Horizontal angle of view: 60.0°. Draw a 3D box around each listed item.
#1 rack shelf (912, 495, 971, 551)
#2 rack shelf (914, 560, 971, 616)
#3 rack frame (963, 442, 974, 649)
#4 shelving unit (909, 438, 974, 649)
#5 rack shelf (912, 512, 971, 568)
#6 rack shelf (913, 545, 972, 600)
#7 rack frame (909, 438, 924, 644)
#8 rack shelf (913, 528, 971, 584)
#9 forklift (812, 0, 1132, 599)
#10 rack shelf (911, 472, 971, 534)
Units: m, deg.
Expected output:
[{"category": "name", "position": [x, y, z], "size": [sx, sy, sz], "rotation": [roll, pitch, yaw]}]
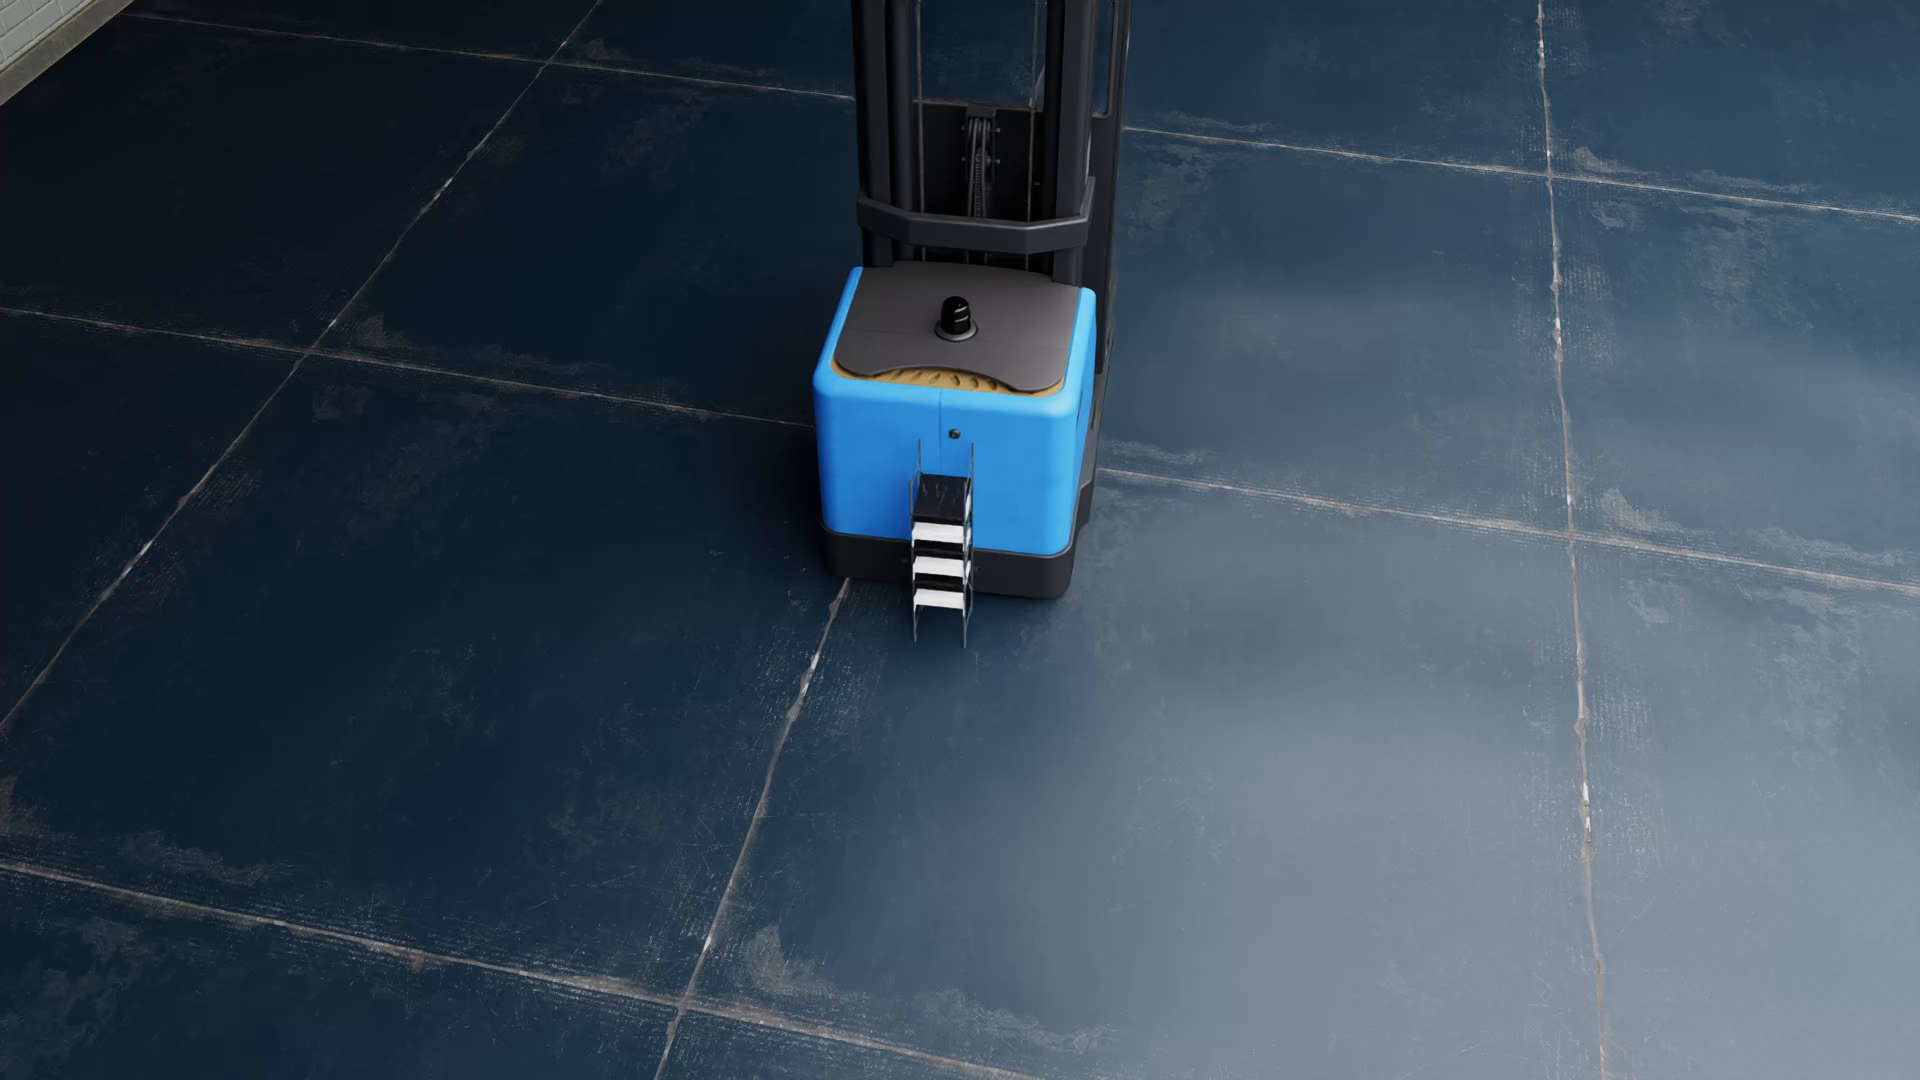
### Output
[{"category": "rack shelf", "position": [-0.068, -0.078, 6.431], "size": [0.200, 0.077, 0.258], "rotation": [5, 44, 6]}, {"category": "rack shelf", "position": [-0.068, 0.181, 6.680], "size": [0.200, 0.077, 0.258], "rotation": [5, 44, 6]}, {"category": "rack frame", "position": [0.033, 0.037, 6.523], "size": [0.006, 0.900, 0.240], "rotation": [5, 44, 6]}, {"category": "shelving unit", "position": [-0.068, 0.028, 6.532], "size": [0.210, 0.900, 0.258], "rotation": [5, 44, 6]}, {"category": "rack shelf", "position": [-0.068, -0.013, 6.493], "size": [0.200, 0.077, 0.258], "rotation": [5, 44, 6]}, {"category": "rack shelf", "position": [-0.068, 0.117, 6.618], "size": [0.200, 0.077, 0.258], "rotation": [5, 44, 6]}, {"category": "rack frame", "position": [-0.168, 0.018, 6.542], "size": [0.006, 0.900, 0.240], "rotation": [5, 44, 6]}, {"category": "rack shelf", "position": [-0.068, 0.052, 6.556], "size": [0.200, 0.077, 0.258], "rotation": [5, 44, 6]}, {"category": "forklift", "position": [0.157, -1.844, 7.012], "size": [1.130, 2.935, 3.031], "rotation": [6, 44, 6]}, {"category": "rack shelf", "position": [-0.068, -0.143, 6.368], "size": [0.200, 0.077, 0.258], "rotation": [5, 44, 6]}]
